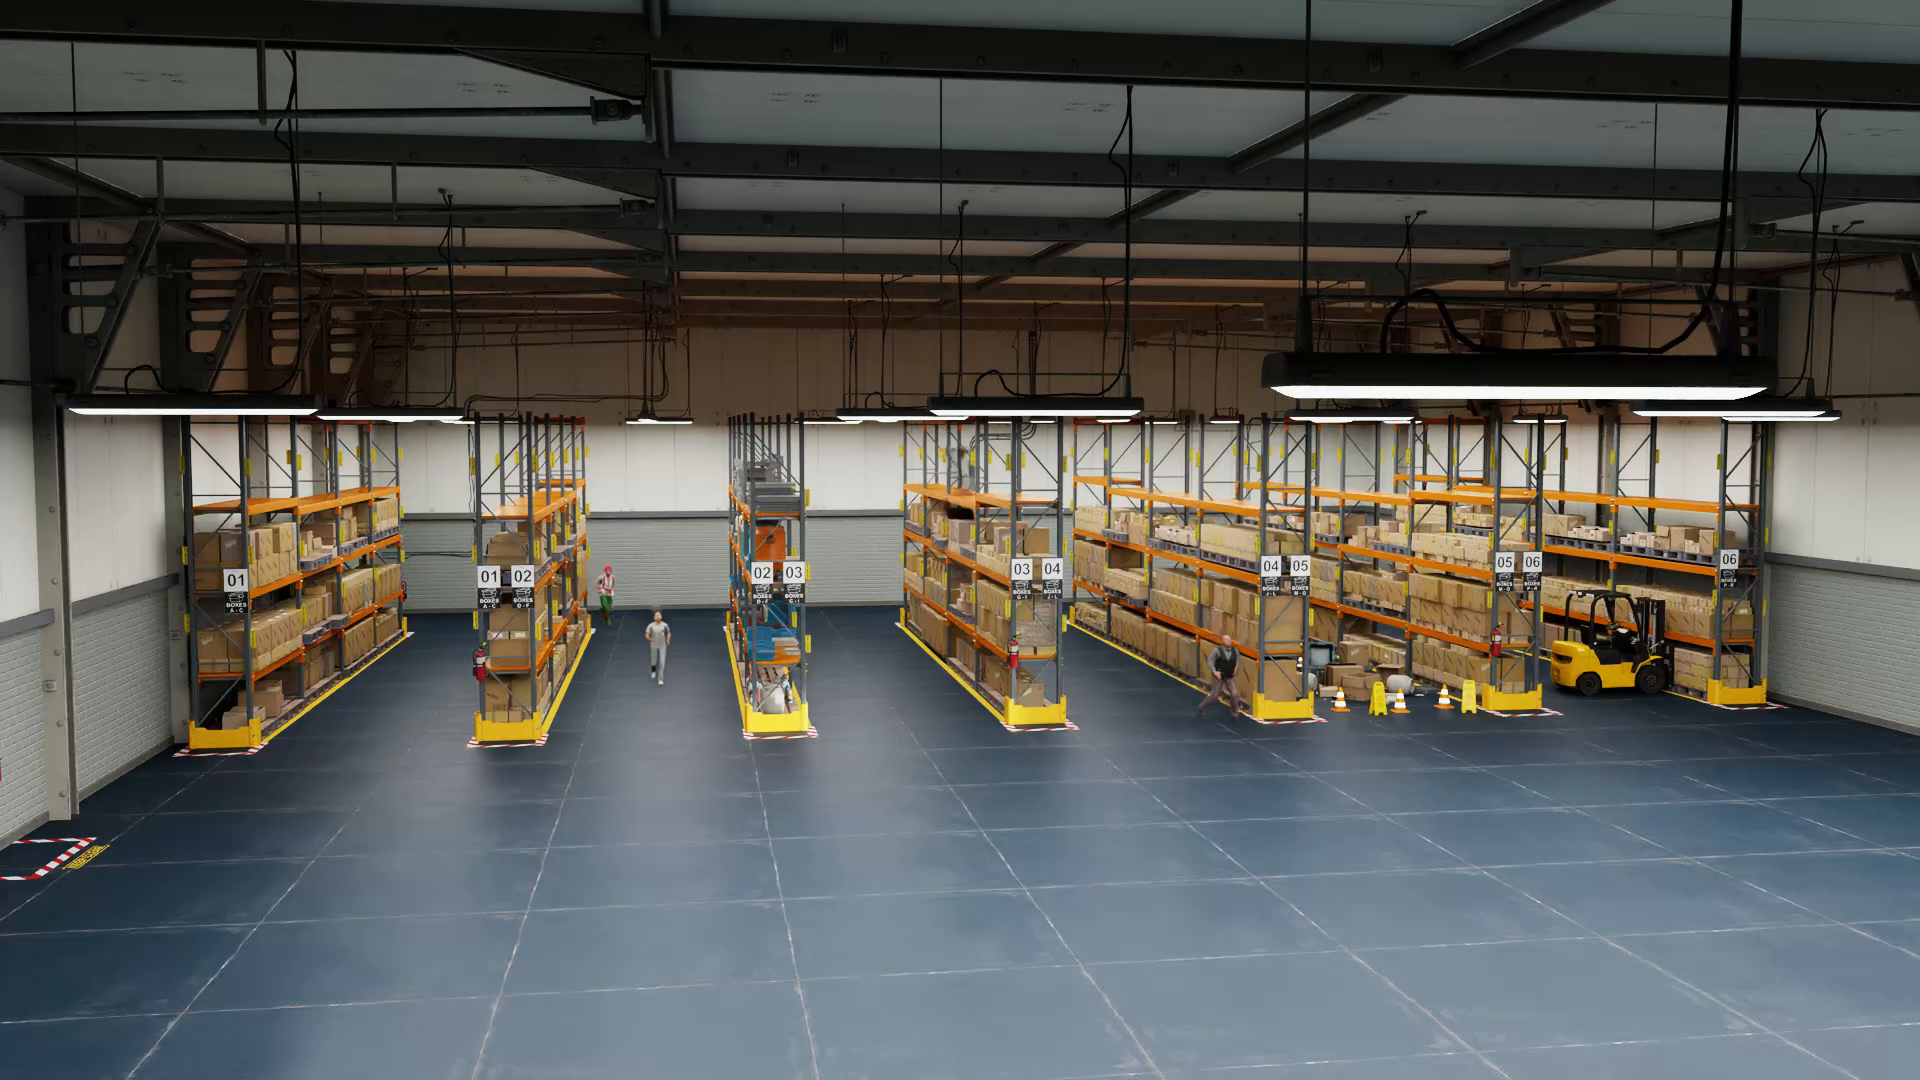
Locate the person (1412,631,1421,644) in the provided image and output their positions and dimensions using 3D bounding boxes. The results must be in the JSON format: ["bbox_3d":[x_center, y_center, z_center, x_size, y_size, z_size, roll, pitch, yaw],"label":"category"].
[{"bbox_3d":[11.531,2.110,41.787,0.538,1.571,0.677,-1,4,-18],"label":"person"}]

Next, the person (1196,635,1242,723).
[{"bbox_3d":[5.103,2.698,32.387,0.879,1.722,0.715,-1,4,-18],"label":"person"}]

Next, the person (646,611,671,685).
[{"bbox_3d":[-6.715,2.388,37.055,0.573,1.628,0.758,-1,4,-17],"label":"person"}]

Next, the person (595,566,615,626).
[{"bbox_3d":[-10.291,1.600,48.120,0.644,1.738,0.808,-3,5,-35],"label":"person"}]
